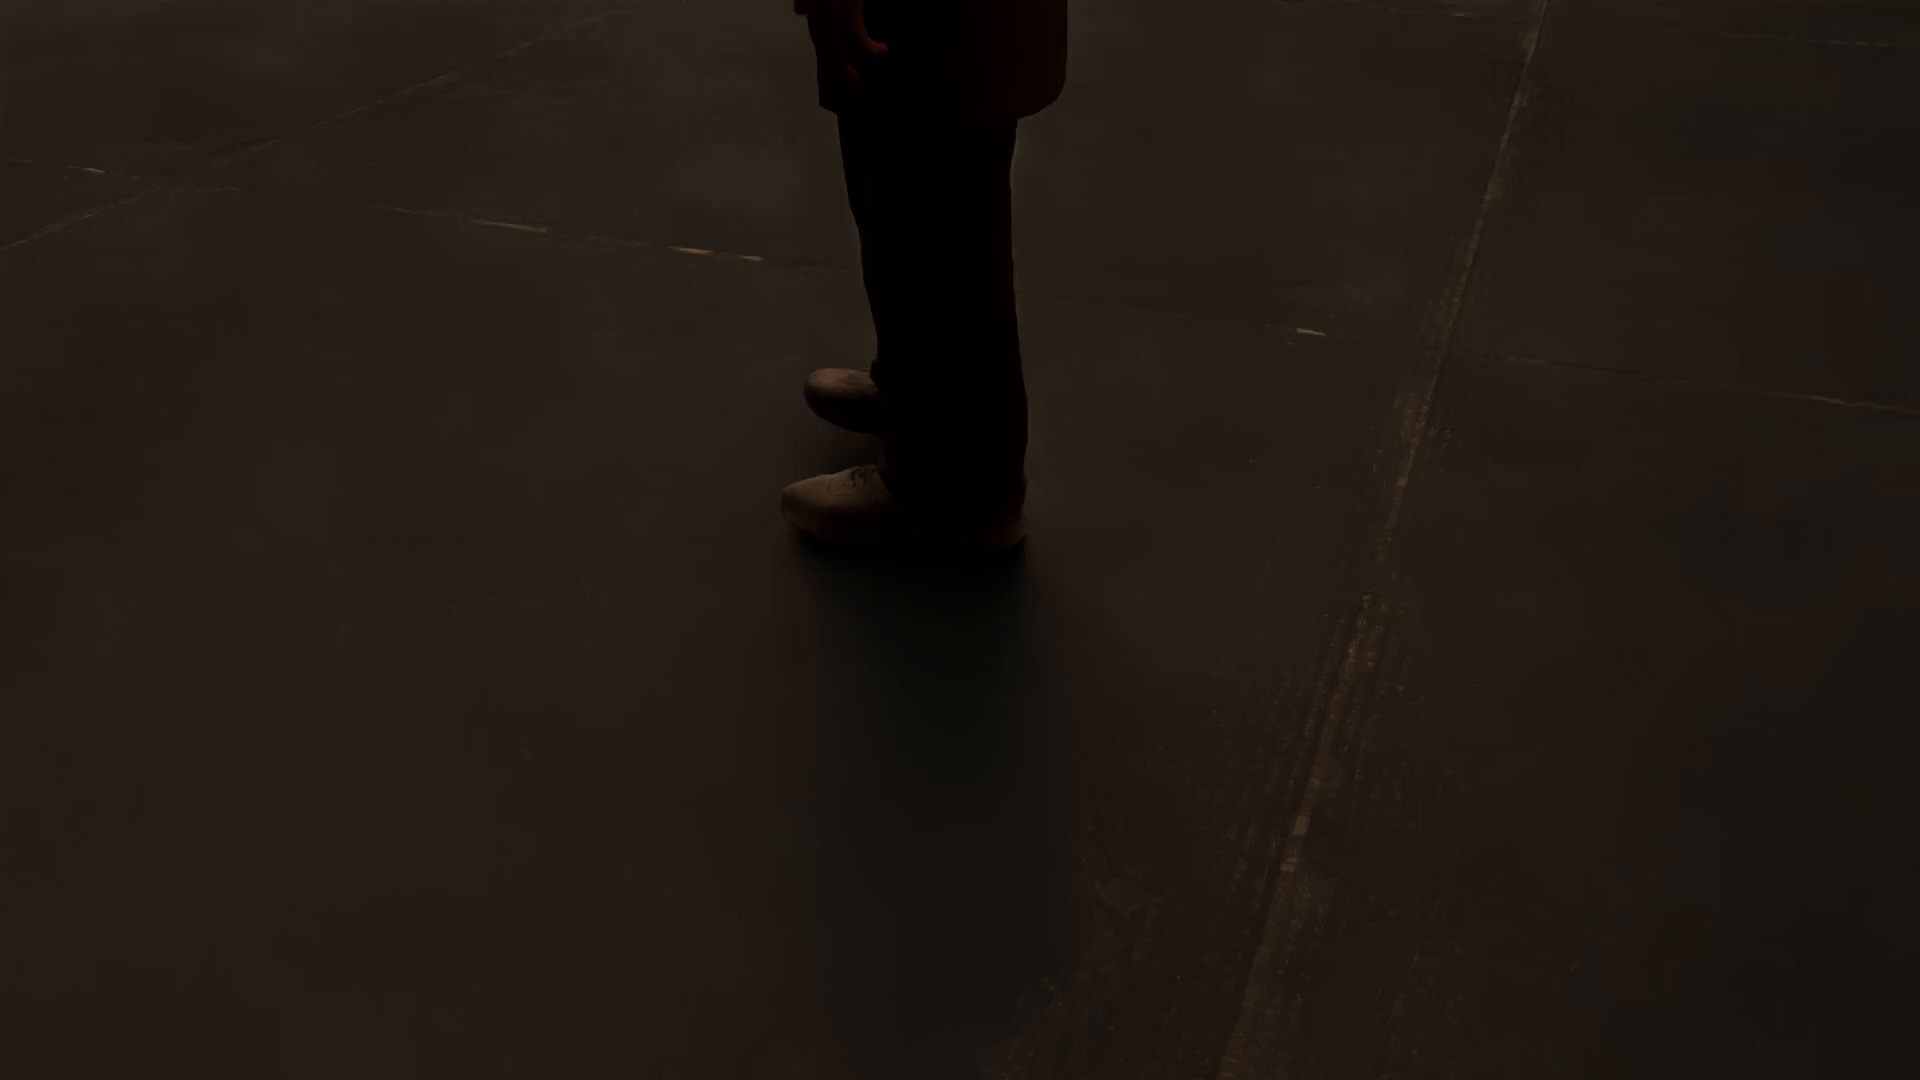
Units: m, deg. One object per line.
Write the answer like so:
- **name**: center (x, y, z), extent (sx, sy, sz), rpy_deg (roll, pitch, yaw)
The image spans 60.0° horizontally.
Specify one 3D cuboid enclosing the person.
- **person**: center (-0.082, -0.798, 2.089), extent (0.586, 1.774, 0.694), rpy_deg (10, 31, 18)
